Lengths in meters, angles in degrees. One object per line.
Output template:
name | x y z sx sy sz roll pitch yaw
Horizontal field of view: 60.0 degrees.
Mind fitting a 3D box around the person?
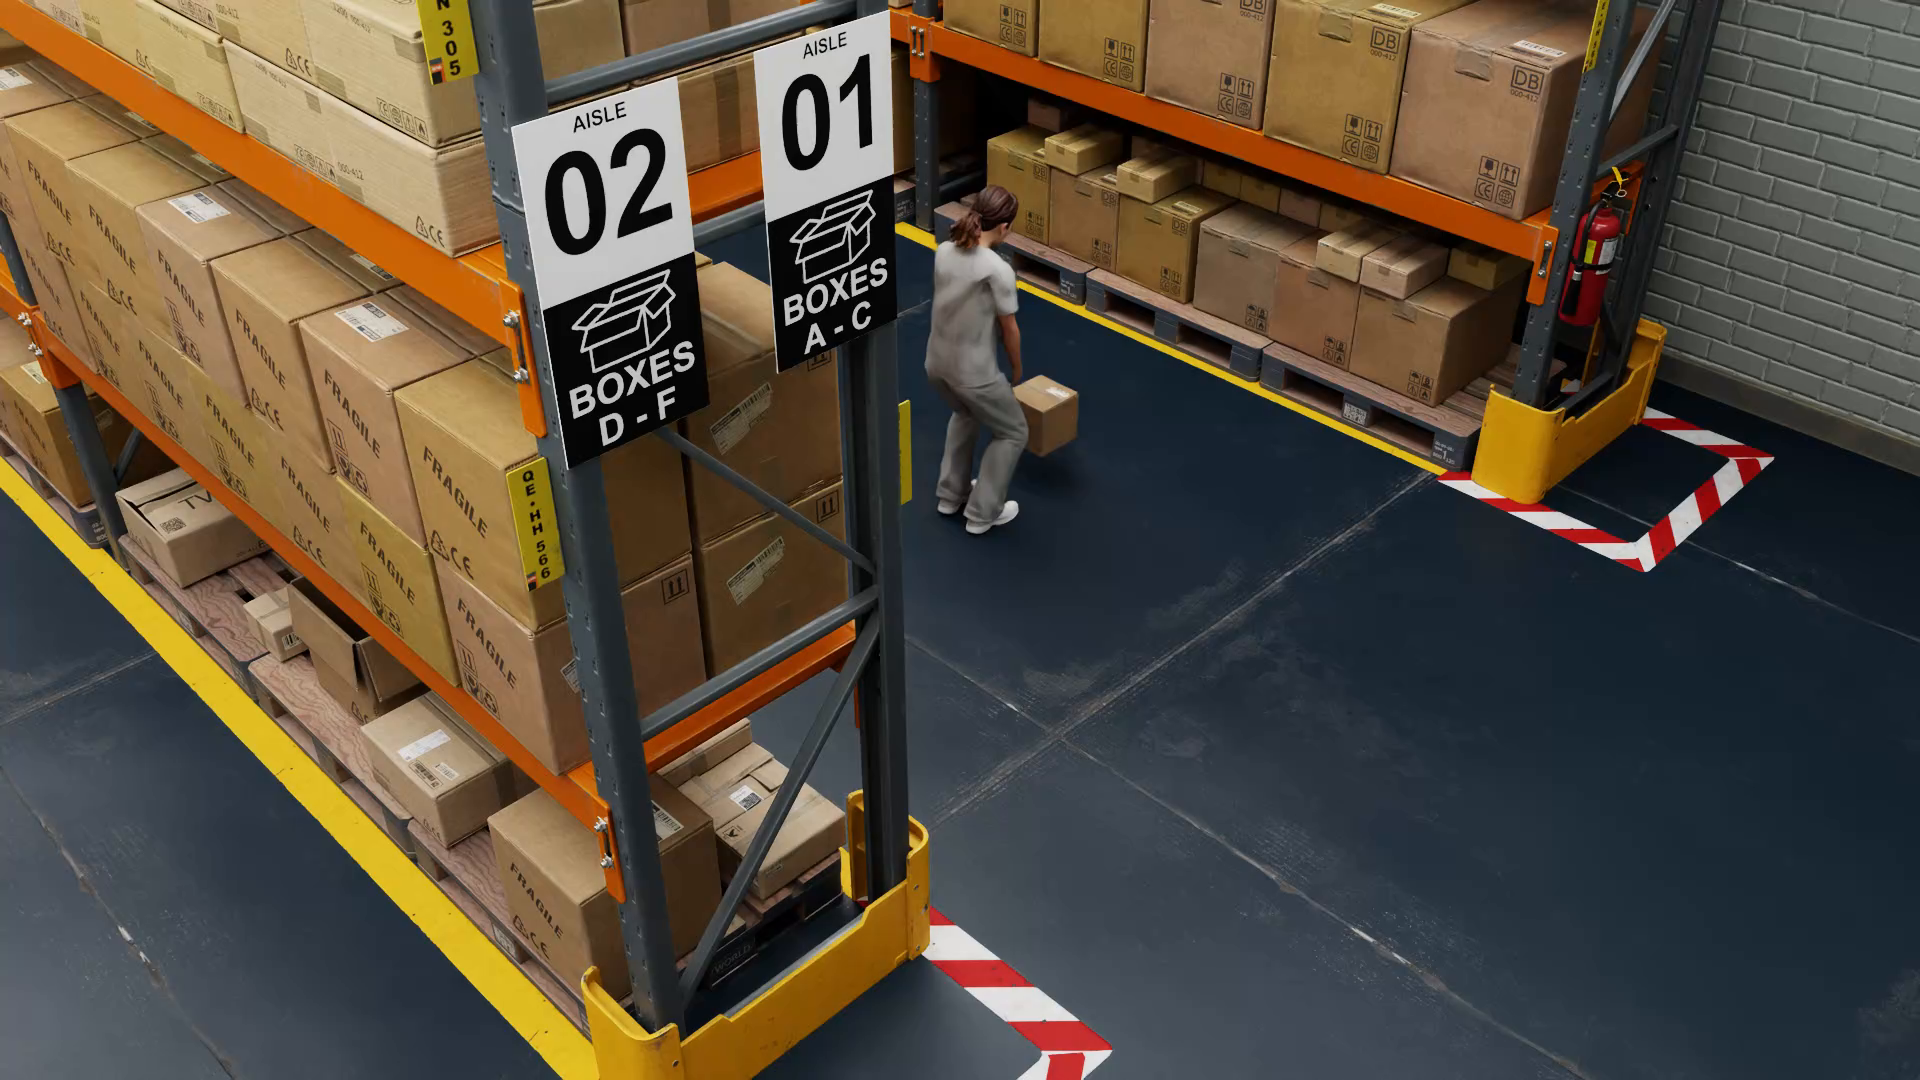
person | 0.061 -0.786 7.341 0.467 1.573 0.475 -29 45 -34
